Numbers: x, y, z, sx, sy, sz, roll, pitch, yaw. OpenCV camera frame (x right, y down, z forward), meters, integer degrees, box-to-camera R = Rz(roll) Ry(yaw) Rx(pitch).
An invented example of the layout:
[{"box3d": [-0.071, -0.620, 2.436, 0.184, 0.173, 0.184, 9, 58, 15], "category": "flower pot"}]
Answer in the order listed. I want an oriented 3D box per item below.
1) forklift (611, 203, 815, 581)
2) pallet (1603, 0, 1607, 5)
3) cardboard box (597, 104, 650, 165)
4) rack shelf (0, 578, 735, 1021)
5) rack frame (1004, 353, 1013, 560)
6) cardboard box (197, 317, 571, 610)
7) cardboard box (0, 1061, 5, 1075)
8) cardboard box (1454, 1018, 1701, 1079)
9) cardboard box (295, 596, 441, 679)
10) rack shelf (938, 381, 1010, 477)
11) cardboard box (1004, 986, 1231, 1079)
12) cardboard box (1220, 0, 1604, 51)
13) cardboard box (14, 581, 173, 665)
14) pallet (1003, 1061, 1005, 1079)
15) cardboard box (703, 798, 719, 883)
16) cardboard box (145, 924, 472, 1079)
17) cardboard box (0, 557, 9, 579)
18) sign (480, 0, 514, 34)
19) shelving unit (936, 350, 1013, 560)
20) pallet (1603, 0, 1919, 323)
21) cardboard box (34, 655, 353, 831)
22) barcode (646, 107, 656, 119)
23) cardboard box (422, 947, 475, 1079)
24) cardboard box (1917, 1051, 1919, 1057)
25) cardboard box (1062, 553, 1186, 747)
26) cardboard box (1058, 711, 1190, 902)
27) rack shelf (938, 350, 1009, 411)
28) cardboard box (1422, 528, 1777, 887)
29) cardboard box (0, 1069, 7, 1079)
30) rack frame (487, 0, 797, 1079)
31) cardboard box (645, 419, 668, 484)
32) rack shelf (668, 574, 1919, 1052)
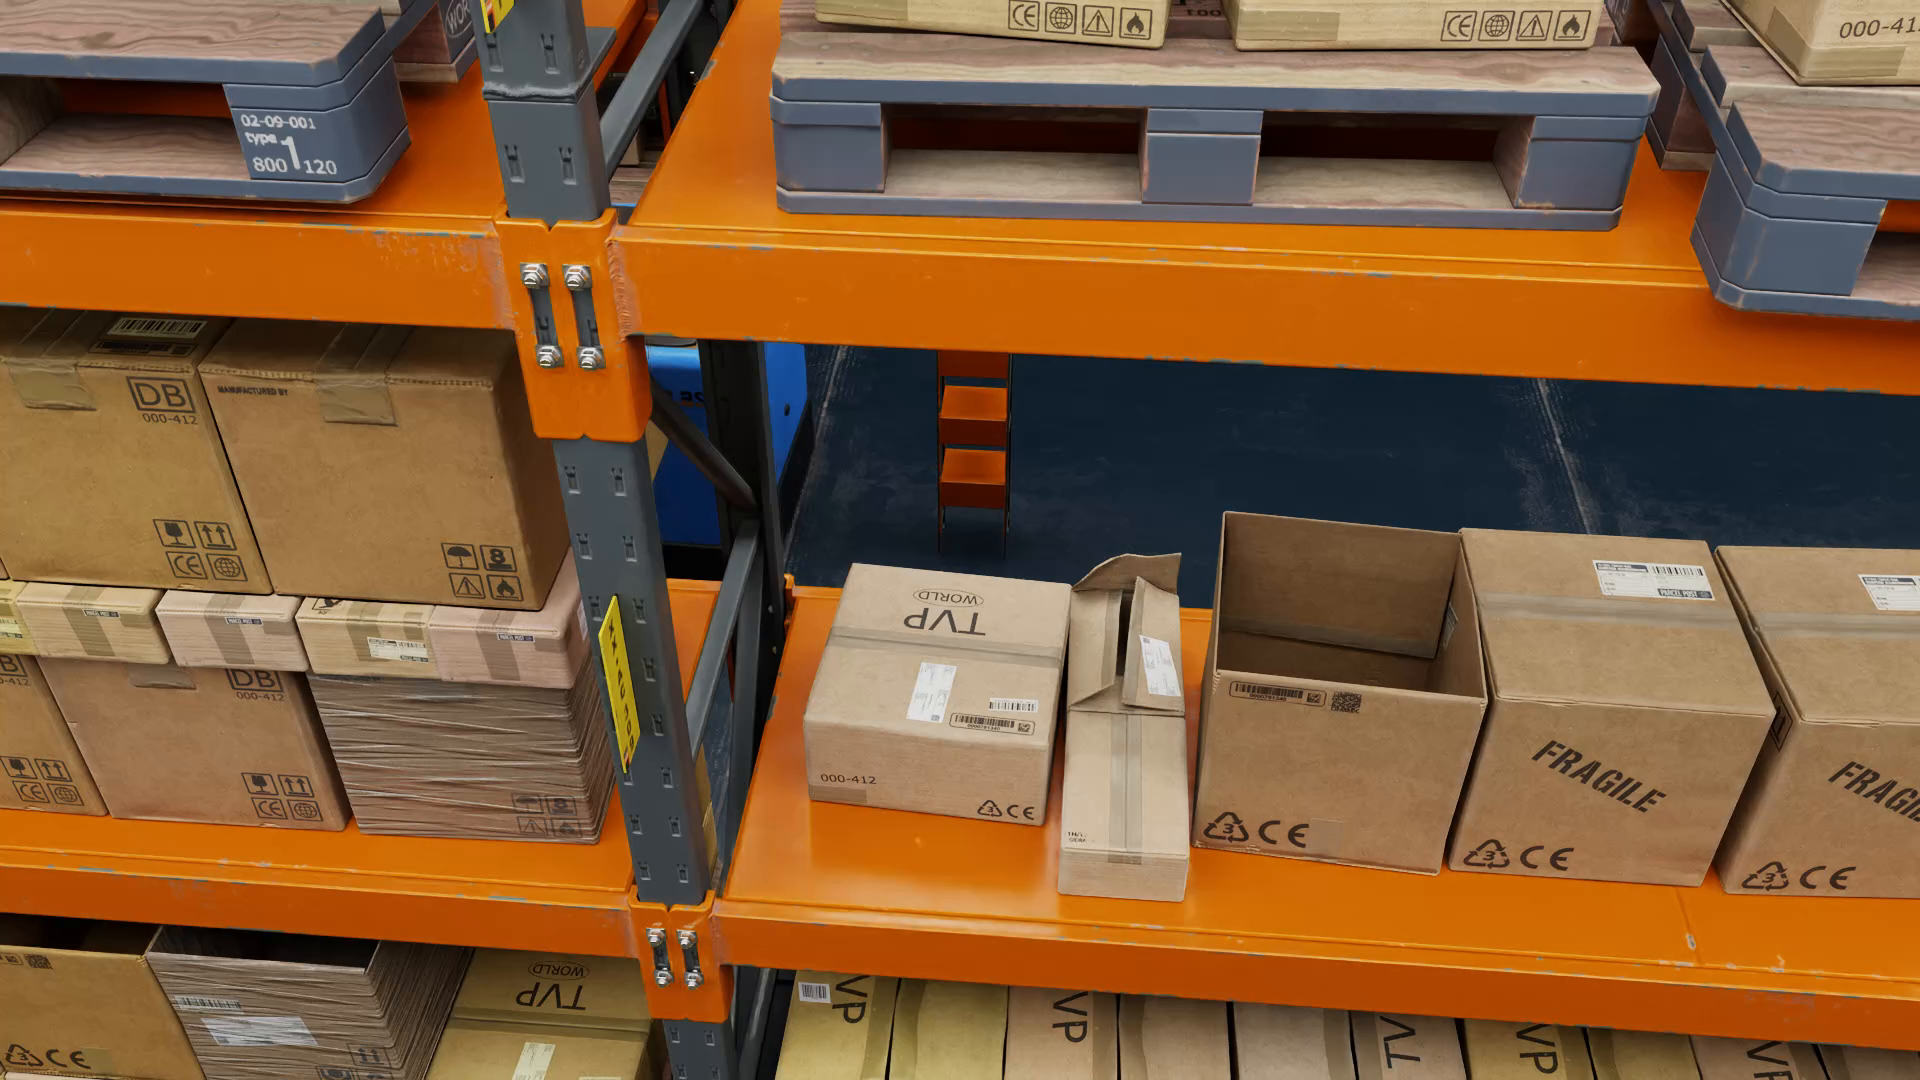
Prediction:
[{"box3d": [-2.132, -1.299, 5.525, 3.031, 2.935, 1.130, 4, 39, 5], "category": "forklift"}, {"box3d": [3.160, -2.529, 7.133, 1.003, 0.211, 1.213, 3, 39, 4], "category": "pallet"}, {"box3d": [-1.698, -2.015, 8.259, 0.250, 0.149, 0.380, 0, 39, 0], "category": "cardboard box"}, {"box3d": [-2.522, 0.436, 3.908, 4.000, 0.370, 1.077, 3, 39, 4], "category": "rack shelf"}, {"box3d": [0.175, -0.398, 5.907, 0.008, 1.050, 0.200, 3, 39, 4], "category": "rack frame"}, {"box3d": [-0.972, -0.296, 3.131, 0.500, 0.500, 0.700, 3, 39, 4], "category": "cardboard box"}, {"box3d": [-2.505, 0.913, 4.004, 0.500, 0.500, 0.500, 3, 39, 4], "category": "cardboard box"}, {"box3d": [1.392, 1.214, 3.784, 0.500, 0.311, 0.500, 4, 39, 5], "category": "cardboard box"}, {"box3d": [-1.065, 0.081, 3.182, 0.250, 0.149, 0.380, 2, 39, 3], "category": "cardboard box"}, {"box3d": [0.053, -0.396, 5.922, 0.240, 0.259, 0.215, 3, 39, 4], "category": "rack shelf"}, {"box3d": [0.359, 1.162, 3.848, 0.500, 0.311, 0.500, 3, 39, 3], "category": "cardboard box"}, {"box3d": [0.631, -0.935, 2.432, 0.500, 0.250, 0.500, 0, 39, -1], "category": "cardboard box"}, {"box3d": [-1.588, 0.054, 3.214, 0.250, 0.149, 0.380, 3, 39, 4], "category": "cardboard box"}, {"box3d": [0.208, 1.363, 4.408, 1.213, 0.211, 1.003, 3, 39, 4], "category": "pallet"}, {"box3d": [-0.965, 0.953, 4.548, 0.500, 0.250, 0.500, 3, 39, 4], "category": "cardboard box"}, {"box3d": [-1.508, 0.956, 3.951, 0.500, 0.500, 0.500, 3, 39, 4], "category": "cardboard box"}, {"box3d": [-1.975, -0.351, 3.198, 0.500, 0.500, 0.700, 3, 39, 4], "category": "cardboard box"}, {"box3d": [-0.576, -0.780, 1.983, 0.005, 0.325, 0.100, 3, 39, 4], "category": "sign"}, {"box3d": [0.053, -0.404, 5.915, 0.252, 1.050, 0.215, 3, 39, 4], "category": "shelving unit"}, {"box3d": [1.657, -0.646, 2.441, 1.213, 0.211, 1.003, 5, 39, 6], "category": "pallet"}, {"box3d": [-1.498, 0.182, 3.571, 0.500, 0.500, 0.700, 3, 39, 3], "category": "cardboard box"}, {"box3d": [-1.557, -2.139, 8.323, 0.075, 0.075, 0.001, 3, 39, 4], "category": "barcode"}, {"box3d": [-1.508, 1.248, 4.186, 0.500, 0.250, 0.500, 3, 39, 4], "category": "cardboard box"}, {"box3d": [2.394, 1.272, 3.713, 0.500, 0.311, 0.500, 3, 39, 3], "category": "cardboard box"}, {"box3d": [0.362, 0.250, 3.673, 0.258, 0.266, 0.396, 2, 39, 3], "category": "cardboard box"}, {"box3d": [0.336, 0.540, 3.409, 0.250, 0.149, 0.380, 3, 39, 4], "category": "cardboard box"}, {"box3d": [0.053, -0.616, 5.743, 0.240, 0.259, 0.215, 3, 39, 4], "category": "rack shelf"}, {"box3d": [1.258, 0.335, 3.383, 0.500, 0.500, 0.500, 3, 39, 4], "category": "cardboard box"}, {"box3d": [-2.505, 1.203, 4.241, 0.500, 0.250, 0.500, 3, 39, 4], "category": "cardboard box"}, {"box3d": [-0.530, 0.266, 3.547, 0.127, 3.000, 1.000, 3, 39, 4], "category": "rack frame"}, {"box3d": [-0.781, -0.161, 3.479, 0.250, 0.149, 0.380, 3, 39, 4], "category": "cardboard box"}, {"box3d": [1.463, 0.654, 3.641, 4.000, 0.370, 1.077, 3, 39, 4], "category": "rack shelf"}]
